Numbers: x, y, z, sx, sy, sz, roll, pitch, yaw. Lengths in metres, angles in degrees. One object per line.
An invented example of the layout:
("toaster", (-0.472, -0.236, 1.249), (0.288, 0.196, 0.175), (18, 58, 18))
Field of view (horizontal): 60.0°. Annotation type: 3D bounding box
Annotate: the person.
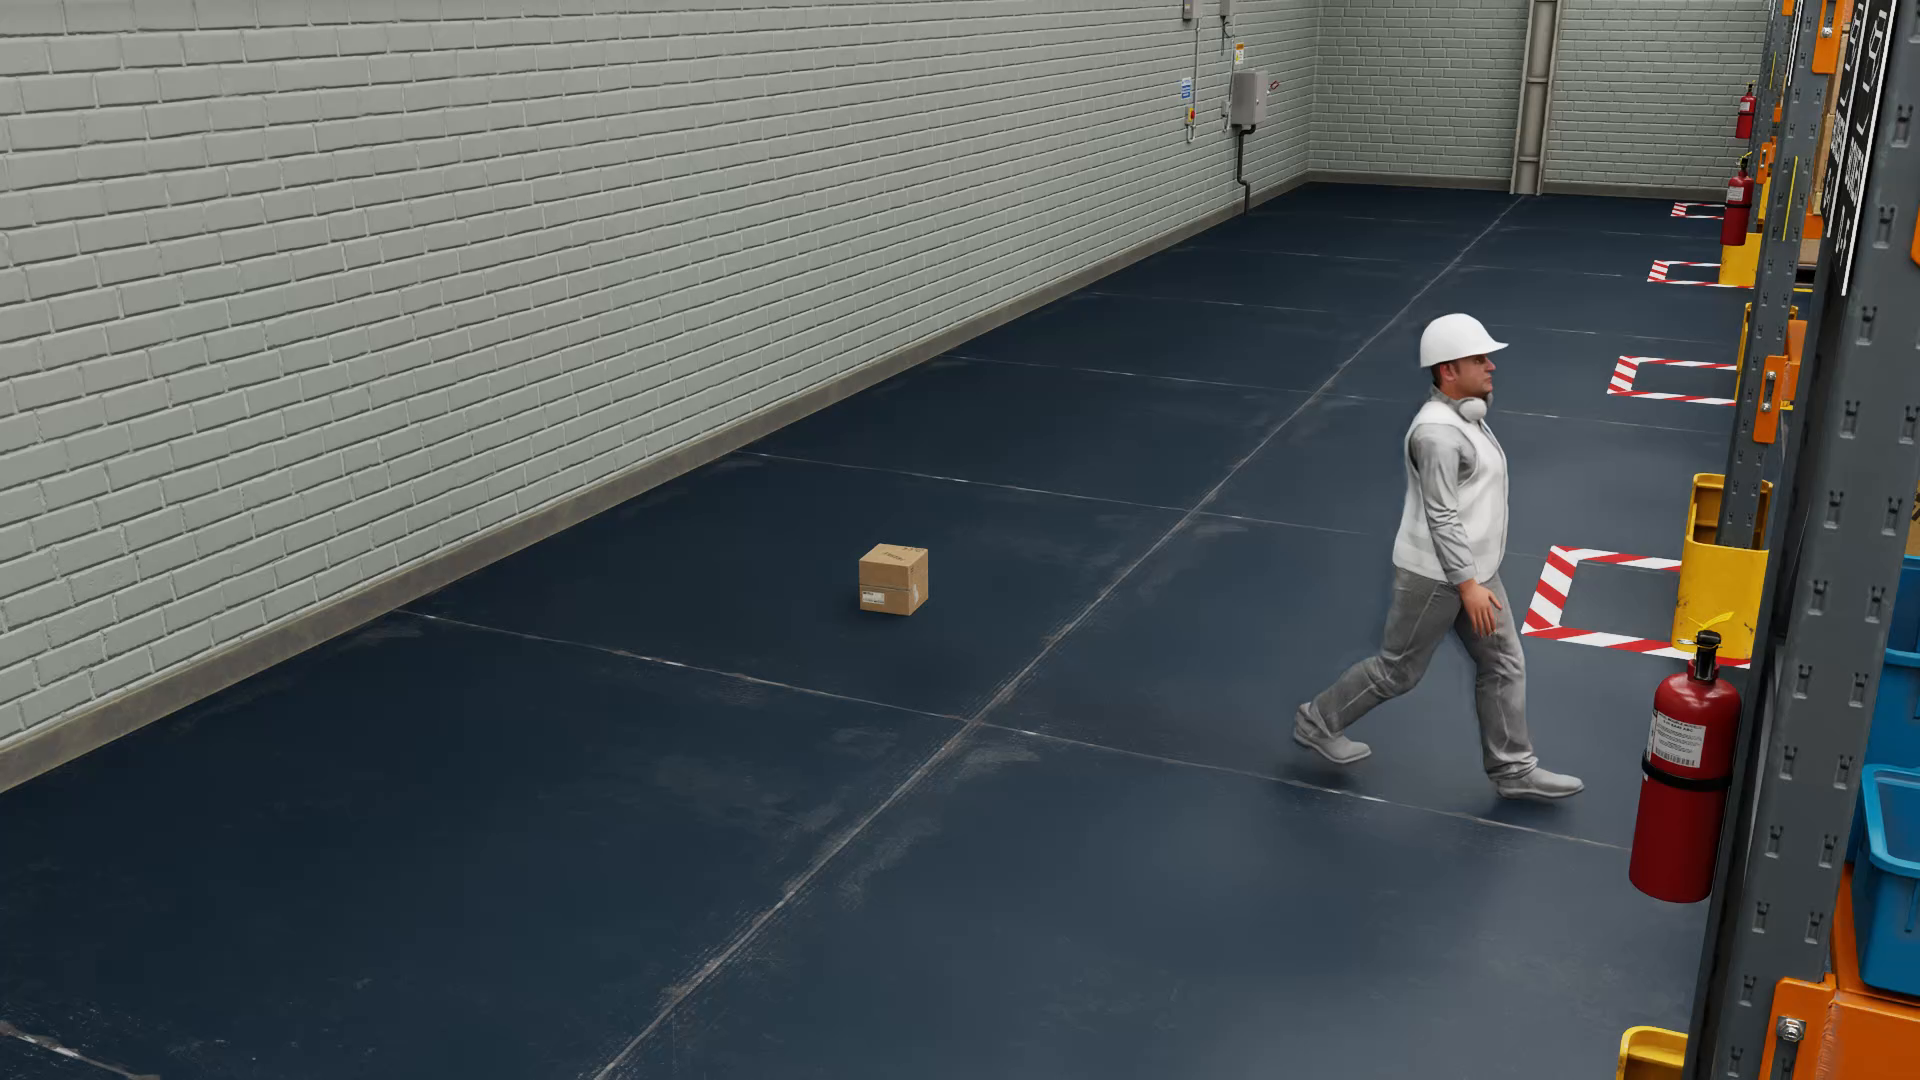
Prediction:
("person", (1.714, 0.084, 5.792), (1.022, 1.731, 0.564), (11, 22, 28))
